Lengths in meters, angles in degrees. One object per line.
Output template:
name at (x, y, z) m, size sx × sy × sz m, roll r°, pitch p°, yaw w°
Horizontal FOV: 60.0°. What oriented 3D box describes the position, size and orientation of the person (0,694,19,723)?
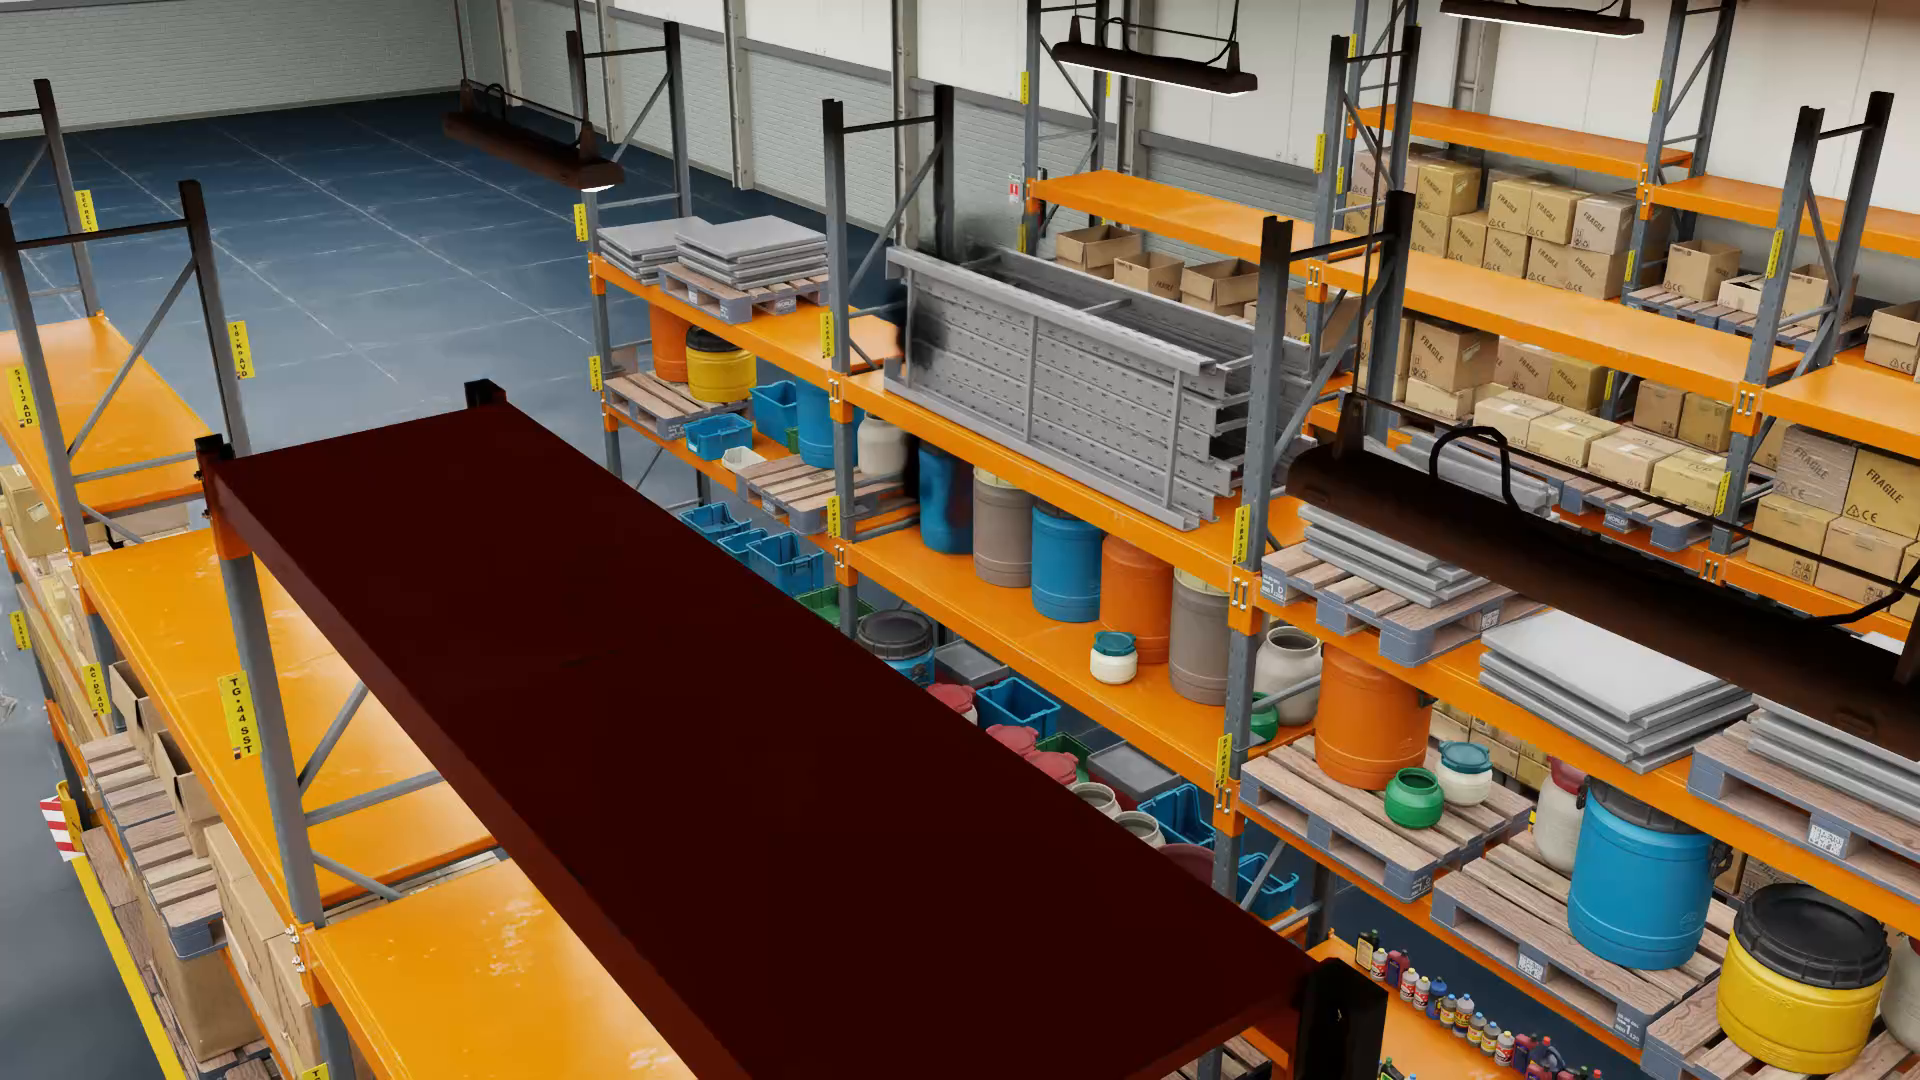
person at (-8.828, 1.005, 14.848) m, size 0.673 × 1.685 × 0.621 m, roll 4°, pitch 25°, yaw 8°
